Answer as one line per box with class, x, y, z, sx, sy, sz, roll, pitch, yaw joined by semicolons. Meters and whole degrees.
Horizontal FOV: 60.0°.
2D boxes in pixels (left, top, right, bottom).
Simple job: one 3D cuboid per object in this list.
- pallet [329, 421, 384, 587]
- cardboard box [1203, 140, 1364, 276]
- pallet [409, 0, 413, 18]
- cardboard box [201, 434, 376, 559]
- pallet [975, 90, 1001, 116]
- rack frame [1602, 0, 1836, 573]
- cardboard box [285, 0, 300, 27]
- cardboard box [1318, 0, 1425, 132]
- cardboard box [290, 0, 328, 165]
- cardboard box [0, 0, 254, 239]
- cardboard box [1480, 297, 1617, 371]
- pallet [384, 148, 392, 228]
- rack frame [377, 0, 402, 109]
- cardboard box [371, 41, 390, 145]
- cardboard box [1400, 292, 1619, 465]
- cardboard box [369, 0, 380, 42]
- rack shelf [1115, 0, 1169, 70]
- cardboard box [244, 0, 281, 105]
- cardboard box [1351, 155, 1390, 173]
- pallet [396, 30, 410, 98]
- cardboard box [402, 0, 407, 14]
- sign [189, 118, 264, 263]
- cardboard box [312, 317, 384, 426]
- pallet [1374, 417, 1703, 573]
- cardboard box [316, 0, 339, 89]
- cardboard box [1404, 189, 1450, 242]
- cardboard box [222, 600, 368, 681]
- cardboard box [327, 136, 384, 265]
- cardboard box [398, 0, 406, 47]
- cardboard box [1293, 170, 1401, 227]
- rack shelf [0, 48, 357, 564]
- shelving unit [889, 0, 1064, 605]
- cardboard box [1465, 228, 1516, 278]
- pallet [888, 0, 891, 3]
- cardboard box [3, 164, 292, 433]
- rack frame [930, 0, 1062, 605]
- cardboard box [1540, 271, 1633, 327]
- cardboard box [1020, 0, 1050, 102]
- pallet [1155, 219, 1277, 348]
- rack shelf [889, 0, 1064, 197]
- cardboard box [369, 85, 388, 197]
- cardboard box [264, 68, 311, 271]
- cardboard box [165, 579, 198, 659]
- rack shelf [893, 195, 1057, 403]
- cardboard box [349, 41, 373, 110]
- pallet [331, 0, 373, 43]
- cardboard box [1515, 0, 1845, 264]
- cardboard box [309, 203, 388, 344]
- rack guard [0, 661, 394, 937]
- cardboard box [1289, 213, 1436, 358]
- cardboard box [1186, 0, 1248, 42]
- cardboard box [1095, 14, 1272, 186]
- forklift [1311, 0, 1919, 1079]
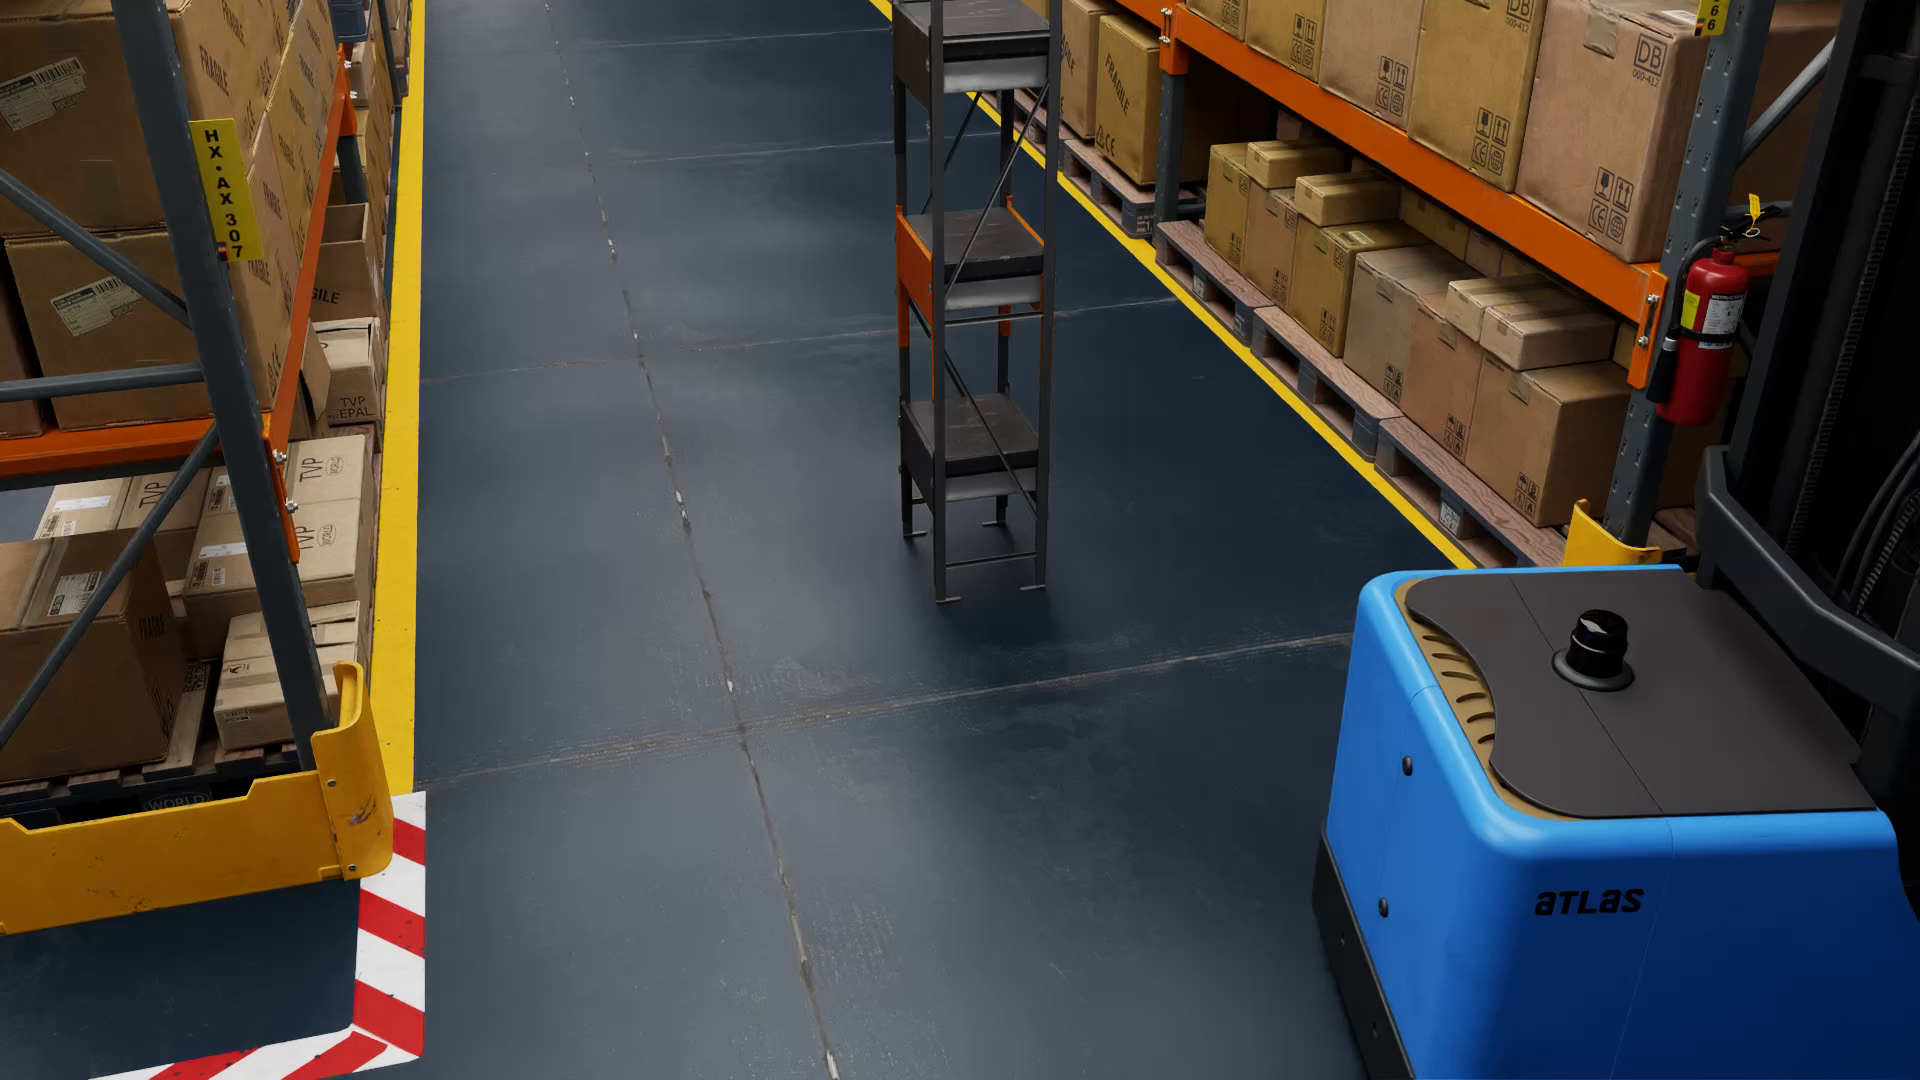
pallet;-2.730;-0.140;6.282;1.003;0.211;1.213;-8;31;-13
cardboard box;1.636;-1.655;8.191;0.700;0.500;0.500;-7;31;-13
pallet;-5.129;-4.576;13.944;1.003;0.211;1.213;-8;31;-13
cardboard box;-2.314;-0.121;5.770;0.500;0.250;0.500;-8;31;-13
pallet;0.611;-3.264;11.678;1.003;0.211;1.213;-8;31;-13
rack frame;2.598;-0.998;4.980;1.000;3.000;0.127;-8;31;-13
cardboard box;-2.583;-2.045;5.691;0.500;0.500;0.500;-8;31;-13
cardboard box;2.055;-2.092;6.570;0.980;0.700;0.700;-9;31;-16
cardboard box;-2.582;-1.609;5.935;0.500;0.500;0.500;-7;31;-12
cardboard box;-2.041;-1.063;3.994;0.500;0.500;0.500;-7;31;-12
cardboard box;2.106;-0.741;5.964;0.380;0.149;0.250;-8;31;-14
pallet;-3.819;-2.040;9.565;1.003;0.211;1.213;-8;31;-13
rack frame;-4.301;-4.201;10.514;1.000;3.000;0.127;-8;31;-13
cardboard box;-3.689;-2.639;9.872;0.500;0.500;0.500;-9;31;-15
cardboard box;2.183;-0.664;6.479;0.700;0.500;0.500;-8;31;-13
cardboard box;-3.807;-3.187;10.070;0.500;0.250;0.500;-7;31;-11
rack shelf;1.005;-3.584;10.166;1.077;0.370;4.000;-8;31;-13
cardboard box;-2.315;-1.556;4.847;0.500;0.500;0.500;-7;31;-13
cardboard box;2.001;-1.651;7.536;0.380;0.149;0.250;-9;31;-15
pallet;-4.482;-3.397;11.908;1.003;0.211;1.213;-8;31;-13
cardboard box;-4.570;-4.226;12.882;0.500;0.250;0.500;-7;31;-12
sign;-1.654;-0.784;3.746;0.100;0.325;0.005;-8;31;-13
cardboard box;-2.615;-0.696;6.703;0.500;0.311;0.500;-8;31;-13
pallet;2.310;-0.167;6.327;1.003;0.211;1.213;-8;31;-13
cardboard box;-2.859;-2.105;6.793;0.500;0.500;0.500;-7;31;-12
cardboard box;2.136;-1.404;7.110;0.380;0.149;0.250;-8;31;-14
cardboard box;-2.024;0.330;5.075;0.380;0.166;0.250;-8;31;-13
cardboard box;-3.133;-1.644;8.152;0.500;0.500;0.500;-9;31;-16
cardboard box;-4.291;-3.728;12.021;0.500;0.250;0.500;-9;31;-15
cardboard box;1.689;-1.494;7.265;0.380;0.149;0.250;-9;31;-15
rack shelf;-2.708;-0.992;5.688;1.077;0.370;4.000;-8;31;-13
shelving unit;0.044;-0.829;5.586;0.431;2.100;0.503;-8;31;-13
cardboard box;2.272;-1.158;6.684;0.380;0.149;0.250;-7;31;-13
pallet;-0.052;-4.620;14.022;1.003;0.211;1.213;-8;31;-13
cardboard box;-2.041;-0.630;4.244;0.500;0.500;0.500;-7;31;-12
rack frame;0.109;-0.711;5.382;0.400;2.100;0.015;-8;31;-13
cardboard box;2.406;-0.914;6.263;0.380;0.149;0.250;-8;31;-13
cardboard box;0.769;-3.316;10.712;0.750;0.750;0.750;-8;31;-14
pallet;1.662;-1.345;8.363;1.003;0.211;1.213;-8;31;-13
rack shelf;0.044;-1.423;5.242;0.431;0.518;0.480;-8;31;-13
cardboard box;-3.410;-2.142;9.013;0.500;0.500;0.500;-7;31;-13
cardboard box;-2.313;-1.121;5.093;0.500;0.500;0.500;-8;31;-13
cardboard box;-2.580;0.261;5.194;0.380;0.166;0.250;-8;31;-13
rack shelf;0.044;-0.817;5.593;0.431;0.518;0.480;-8;31;-13
cardboard box;-3.398;-2.451;8.798;0.500;0.250;0.500;-8;31;-13
pallet;-3.346;-2.587;7.916;1.003;0.211;1.213;-8;31;-13
cardboard box;2.453;-1.373;5.328;0.980;0.700;0.700;-6;31;-11
cardboard box;-2.814;-1.140;7.282;0.500;0.500;0.500;-8;31;-13
rack guard;-2.198;0.708;4.528;1.175;0.500;0.348;-8;31;-13
cardboard box;1.900;-1.164;7.342;0.700;0.500;0.500;-7;31;-12
cardboard box;1.664;-2.795;7.786;0.980;0.700;0.700;-7;31;-13
cardboard box;1.238;-2.478;9.263;0.750;0.750;0.750;-7;31;-13
forklift;2.471;-0.063;3.434;3.031;2.935;1.130;-1;30;-3
